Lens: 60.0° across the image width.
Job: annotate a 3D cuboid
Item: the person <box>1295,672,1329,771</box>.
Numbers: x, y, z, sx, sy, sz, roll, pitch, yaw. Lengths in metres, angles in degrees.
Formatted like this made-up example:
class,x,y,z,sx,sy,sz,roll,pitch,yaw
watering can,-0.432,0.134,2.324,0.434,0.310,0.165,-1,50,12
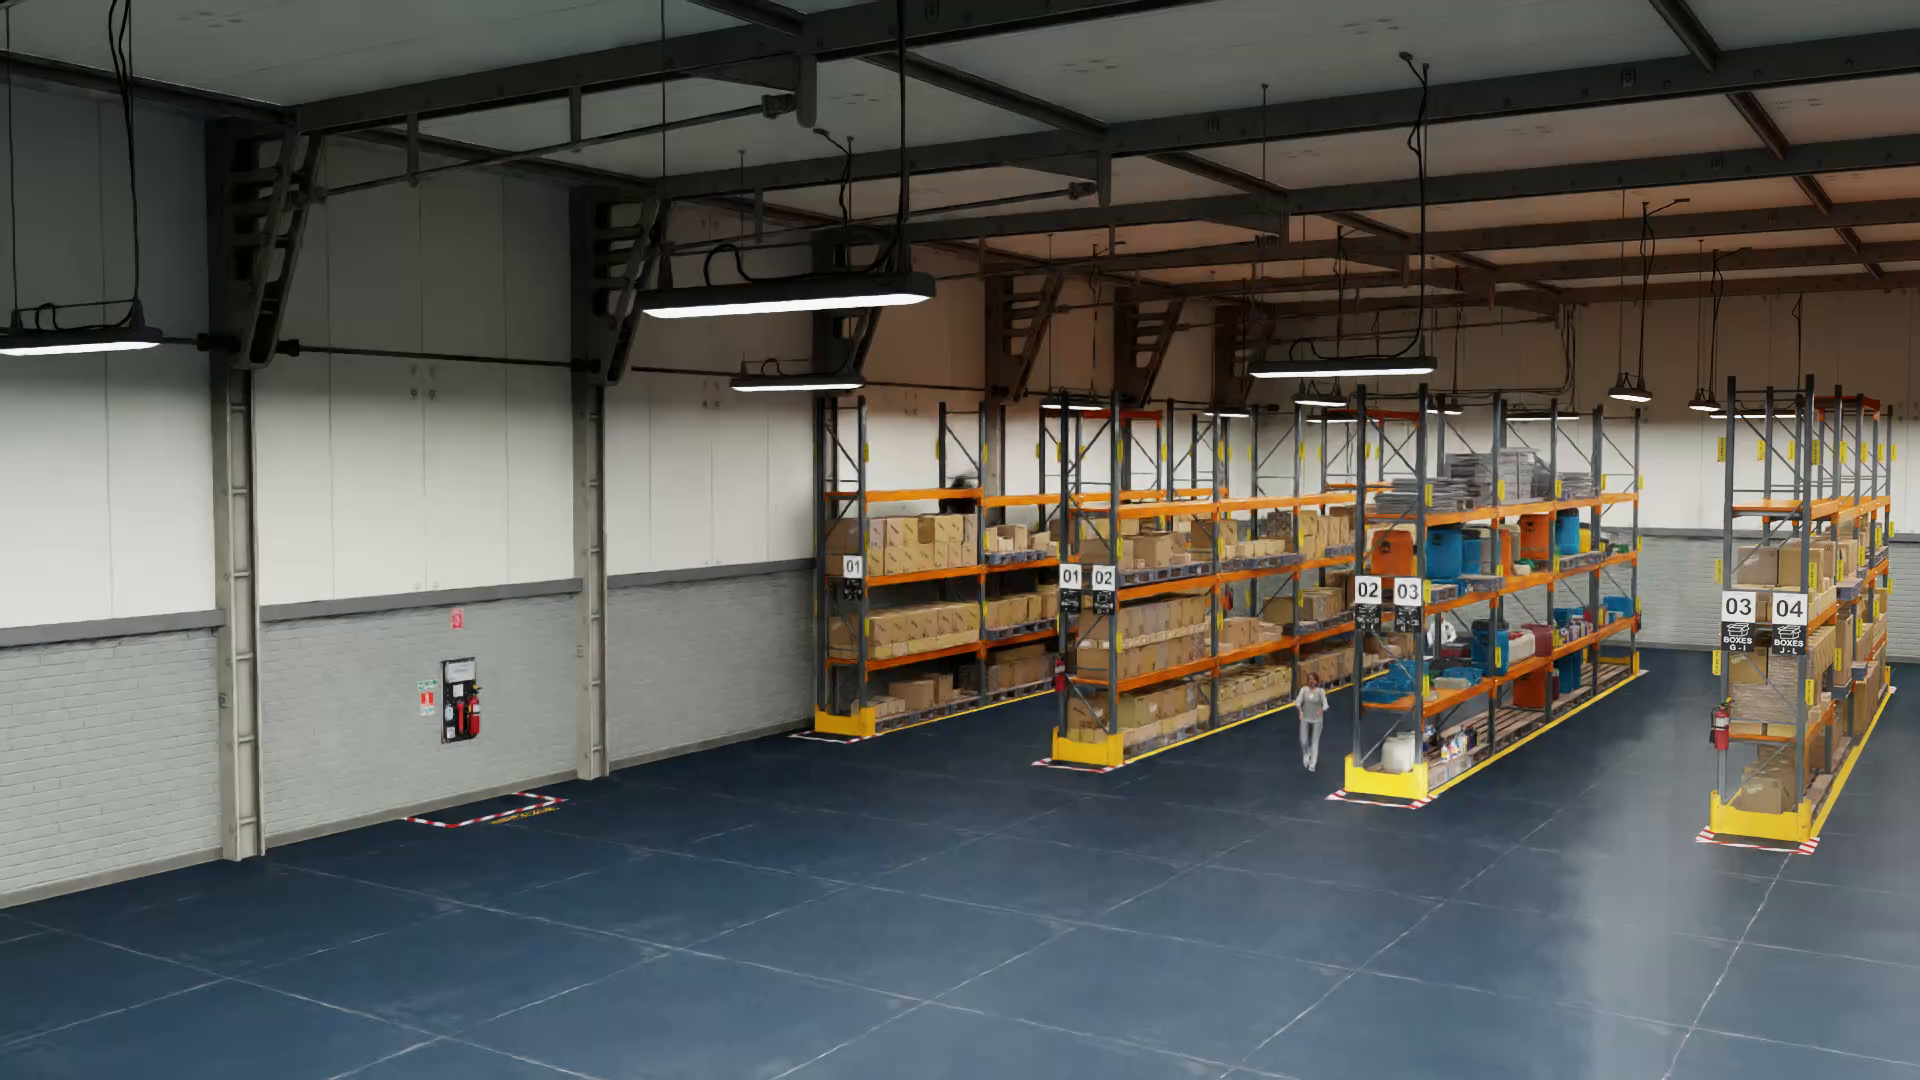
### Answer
class,x,y,z,sx,sy,sz,roll,pitch,yaw
person,5.495,2.850,26.047,0.531,1.556,0.540,1,3,17

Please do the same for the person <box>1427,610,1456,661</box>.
class,x,y,z,sx,sy,sz,roll,pitch,yaw
person,10.380,2.306,35.872,0.616,1.655,0.554,1,3,20
